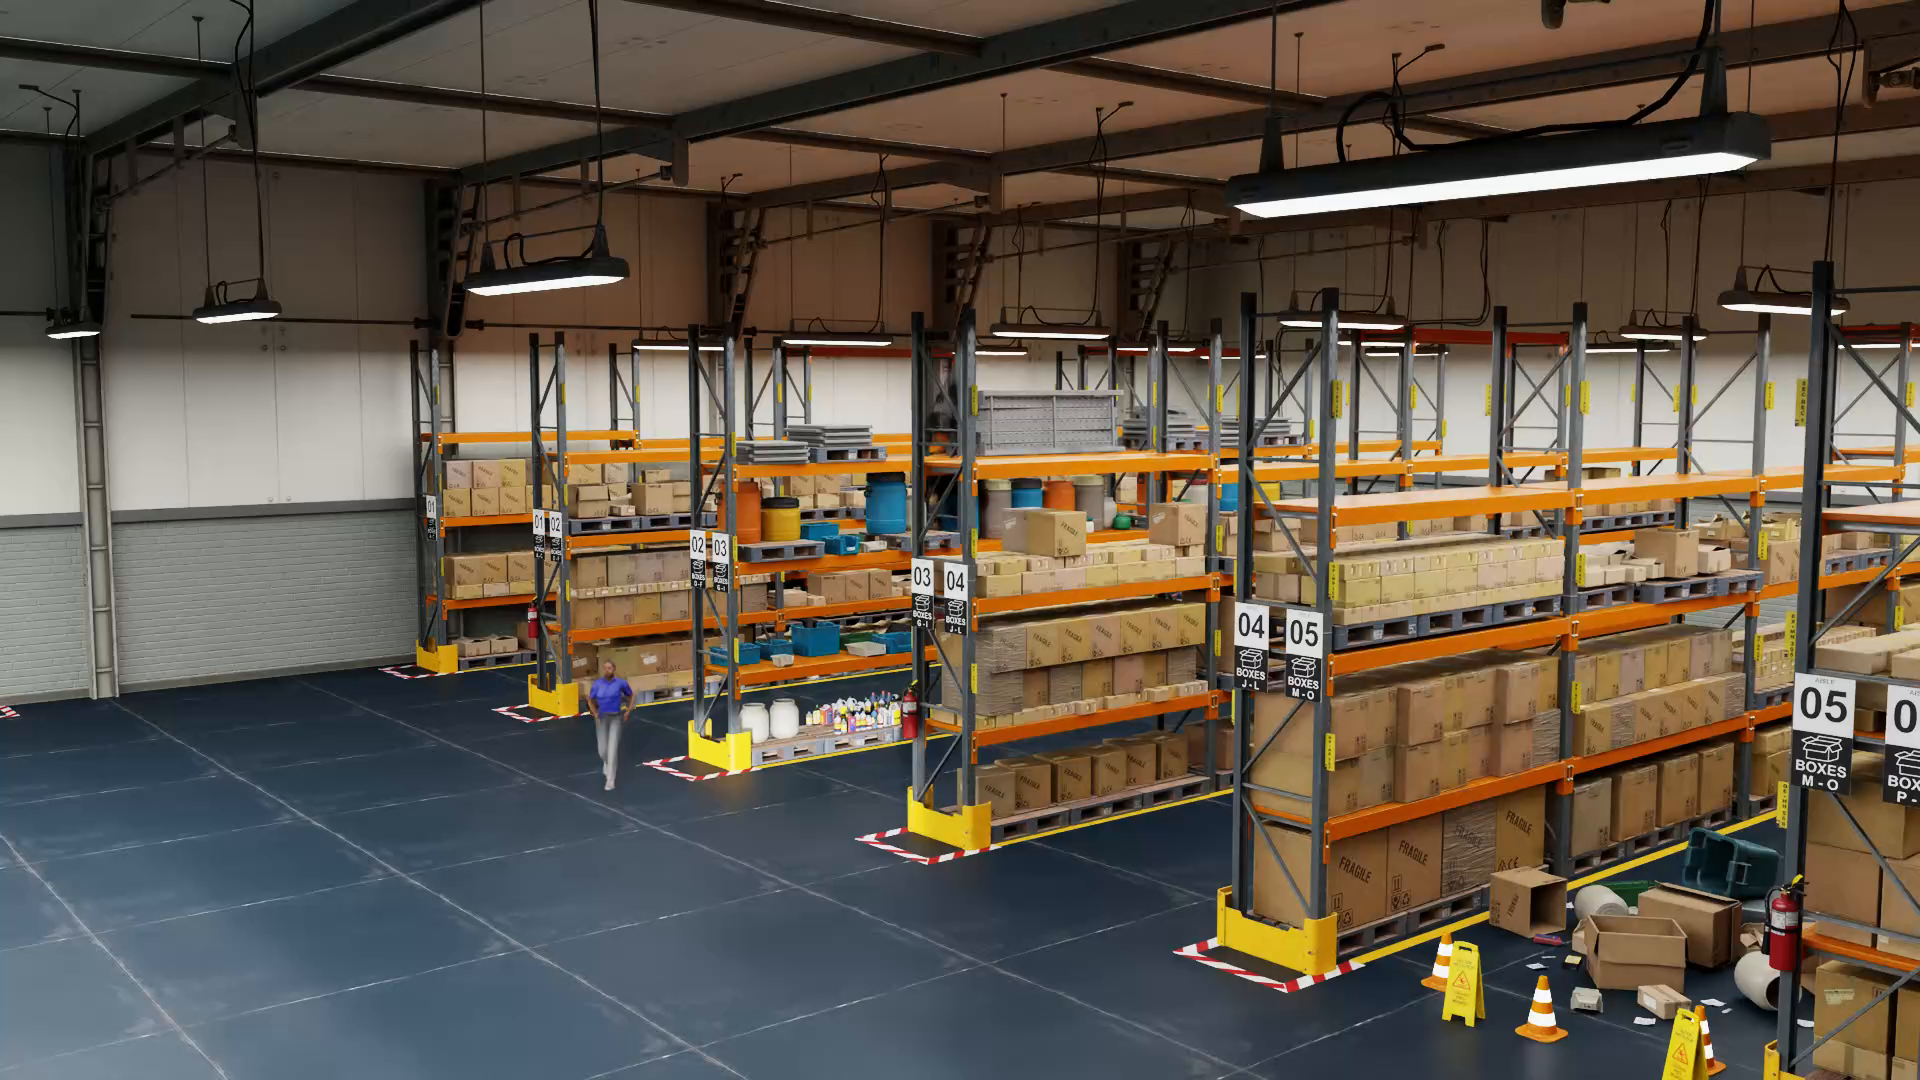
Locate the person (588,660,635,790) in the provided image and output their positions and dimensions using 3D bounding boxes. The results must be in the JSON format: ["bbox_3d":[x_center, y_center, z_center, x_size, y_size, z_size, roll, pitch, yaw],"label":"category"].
[{"bbox_3d":[-4.523,2.369,21.601,0.602,1.640,0.717,0,5,-2],"label":"person"}]
